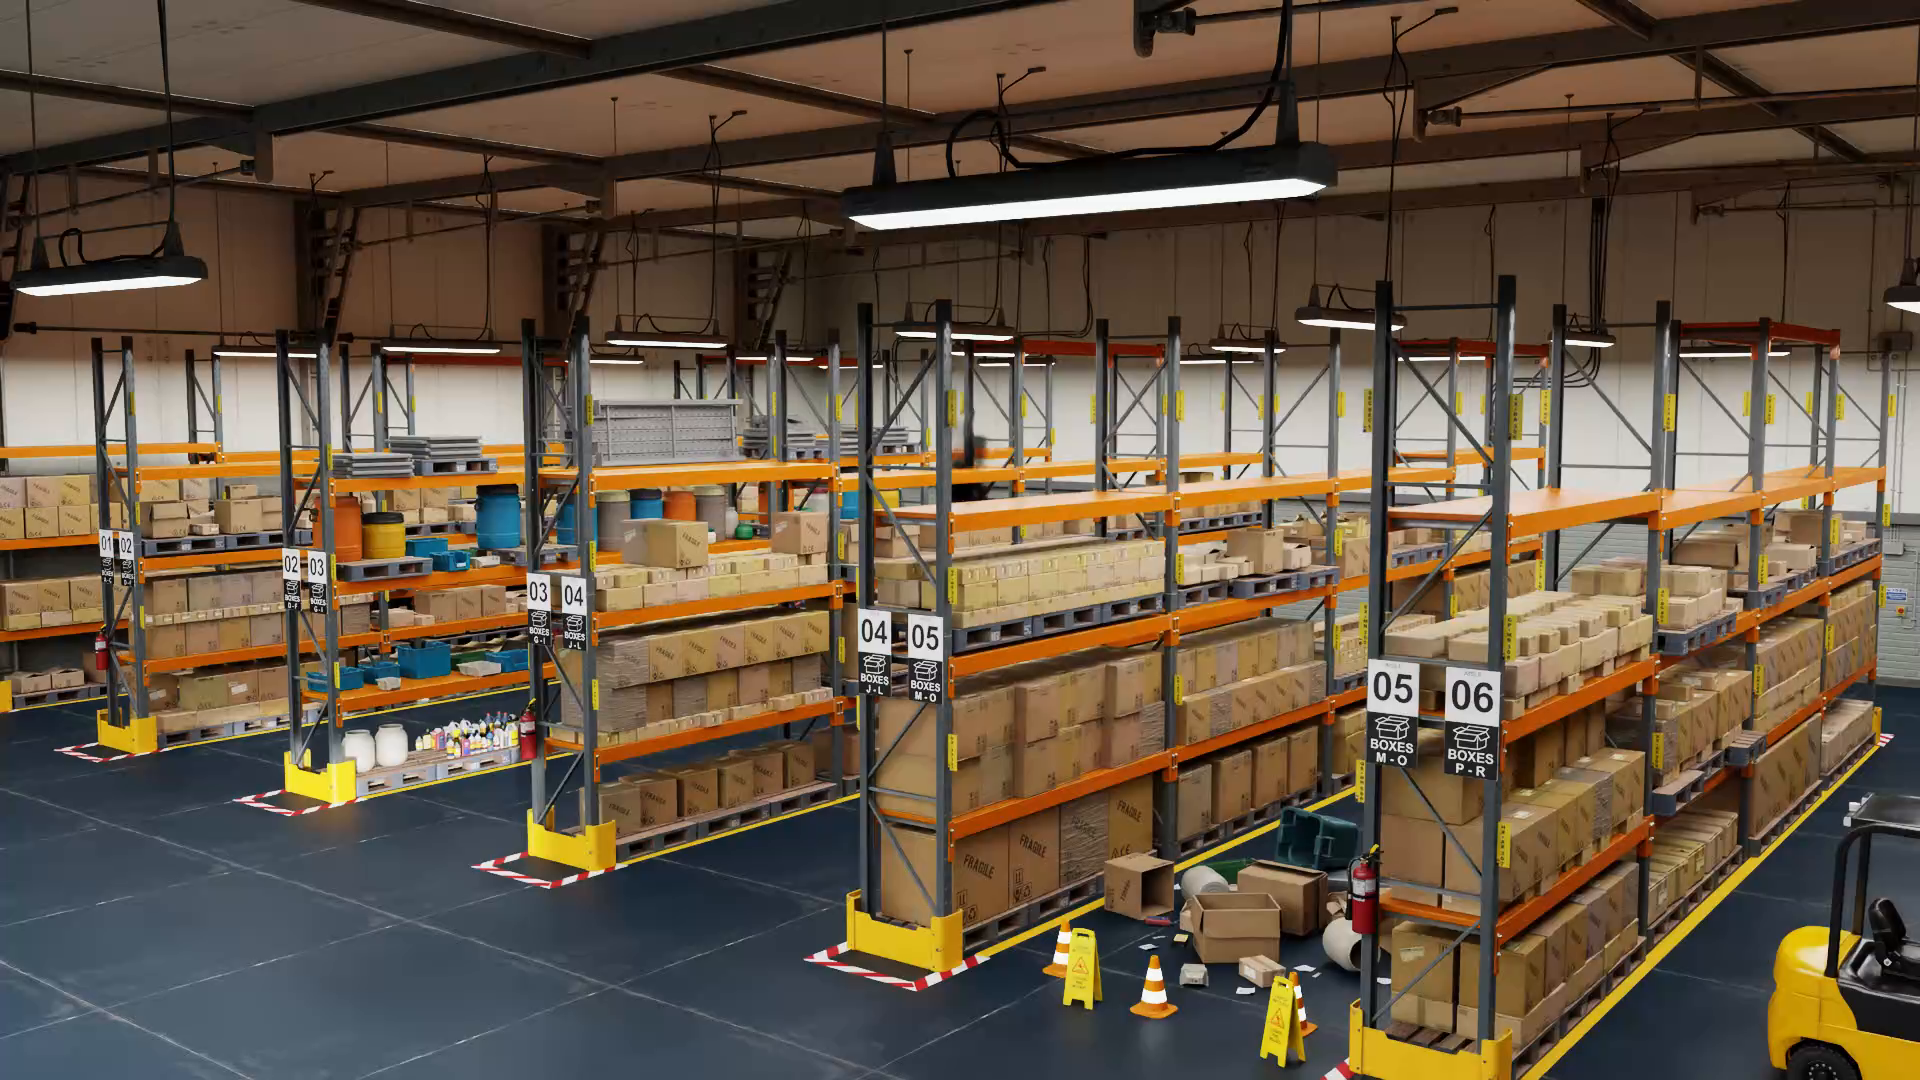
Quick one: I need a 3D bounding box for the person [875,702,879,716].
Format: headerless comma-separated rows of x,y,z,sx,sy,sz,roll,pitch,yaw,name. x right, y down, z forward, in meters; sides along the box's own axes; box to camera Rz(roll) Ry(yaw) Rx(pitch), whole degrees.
-1.196,1.818,25.227,0.698,1.731,0.554,4,6,37,person
